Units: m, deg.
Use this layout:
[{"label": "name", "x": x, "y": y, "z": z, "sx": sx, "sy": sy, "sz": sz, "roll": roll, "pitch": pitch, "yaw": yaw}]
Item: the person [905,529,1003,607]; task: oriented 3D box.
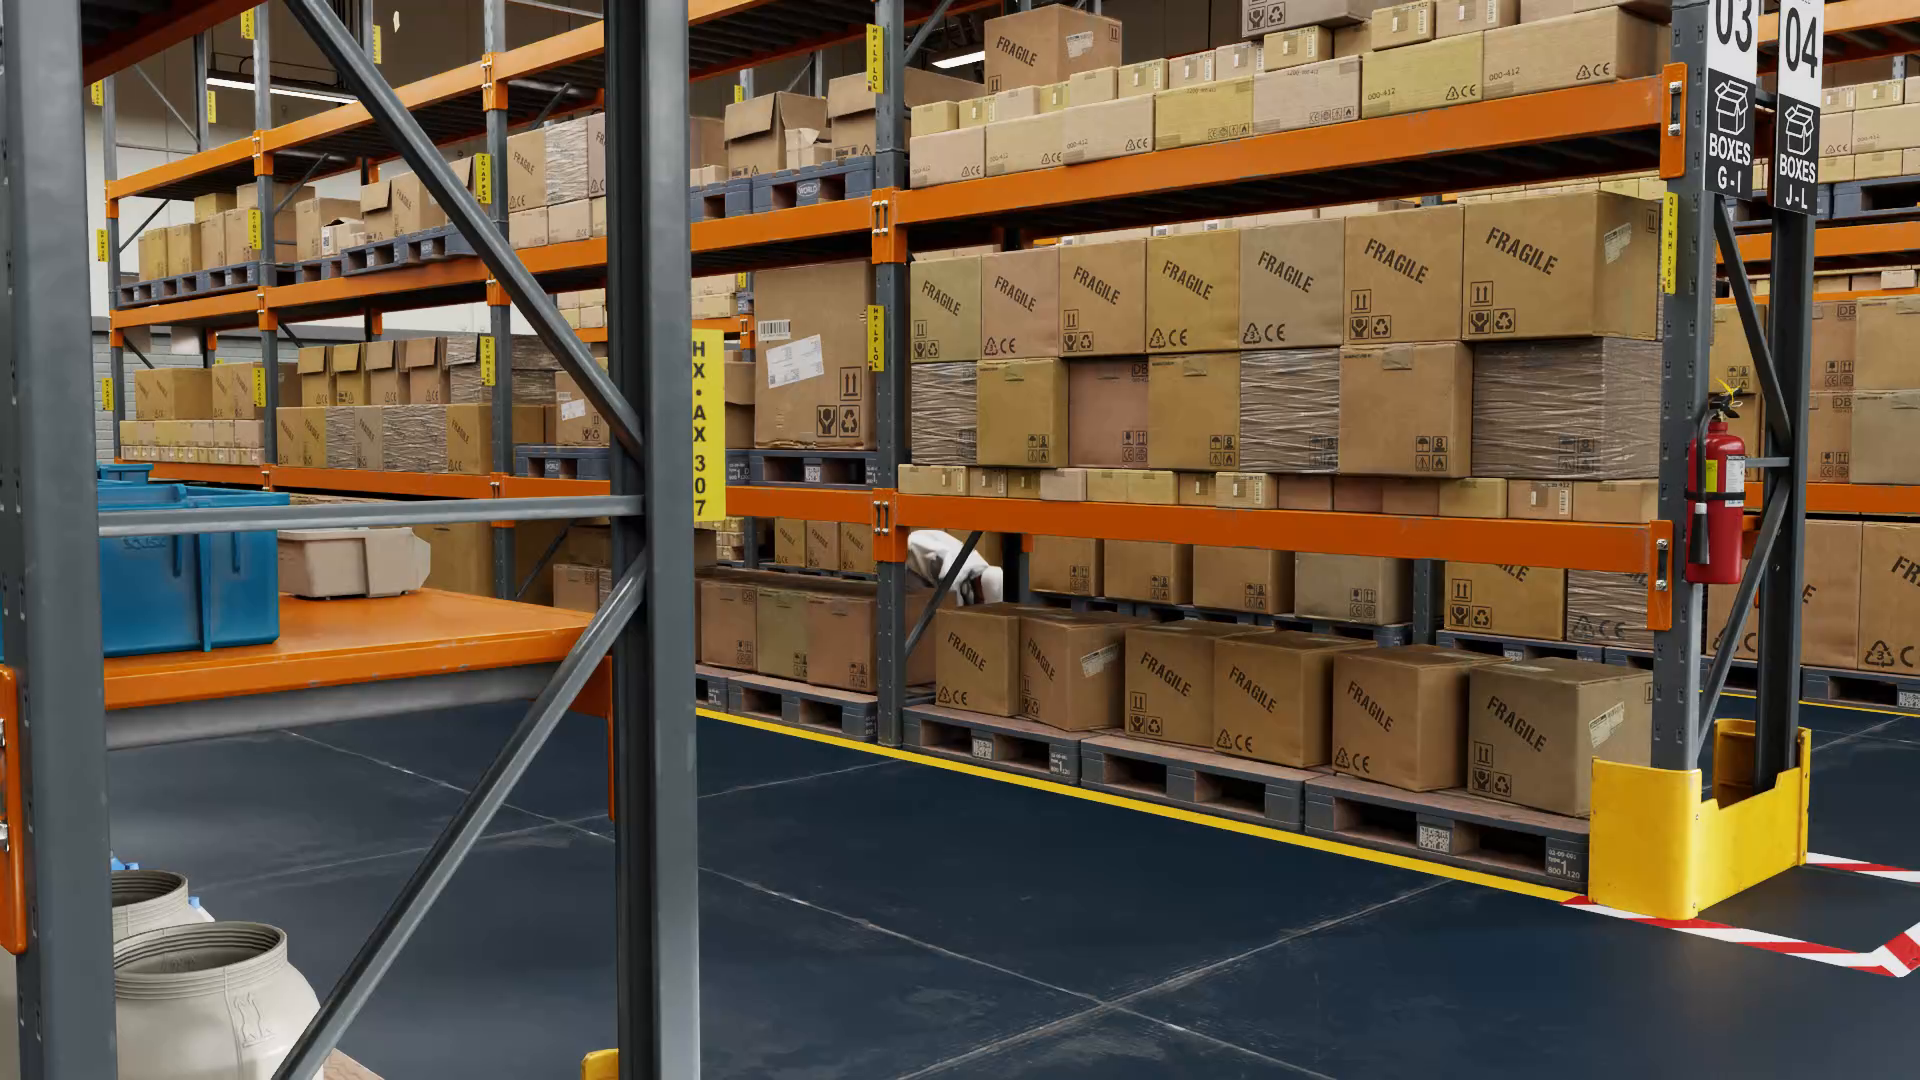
[{"label": "person", "x": -0.037, "y": 0.421, "z": 10.864, "sx": 0.996, "sy": 0.960, "sz": 0.513, "roll": 4, "pitch": 5, "yaw": 43}]
